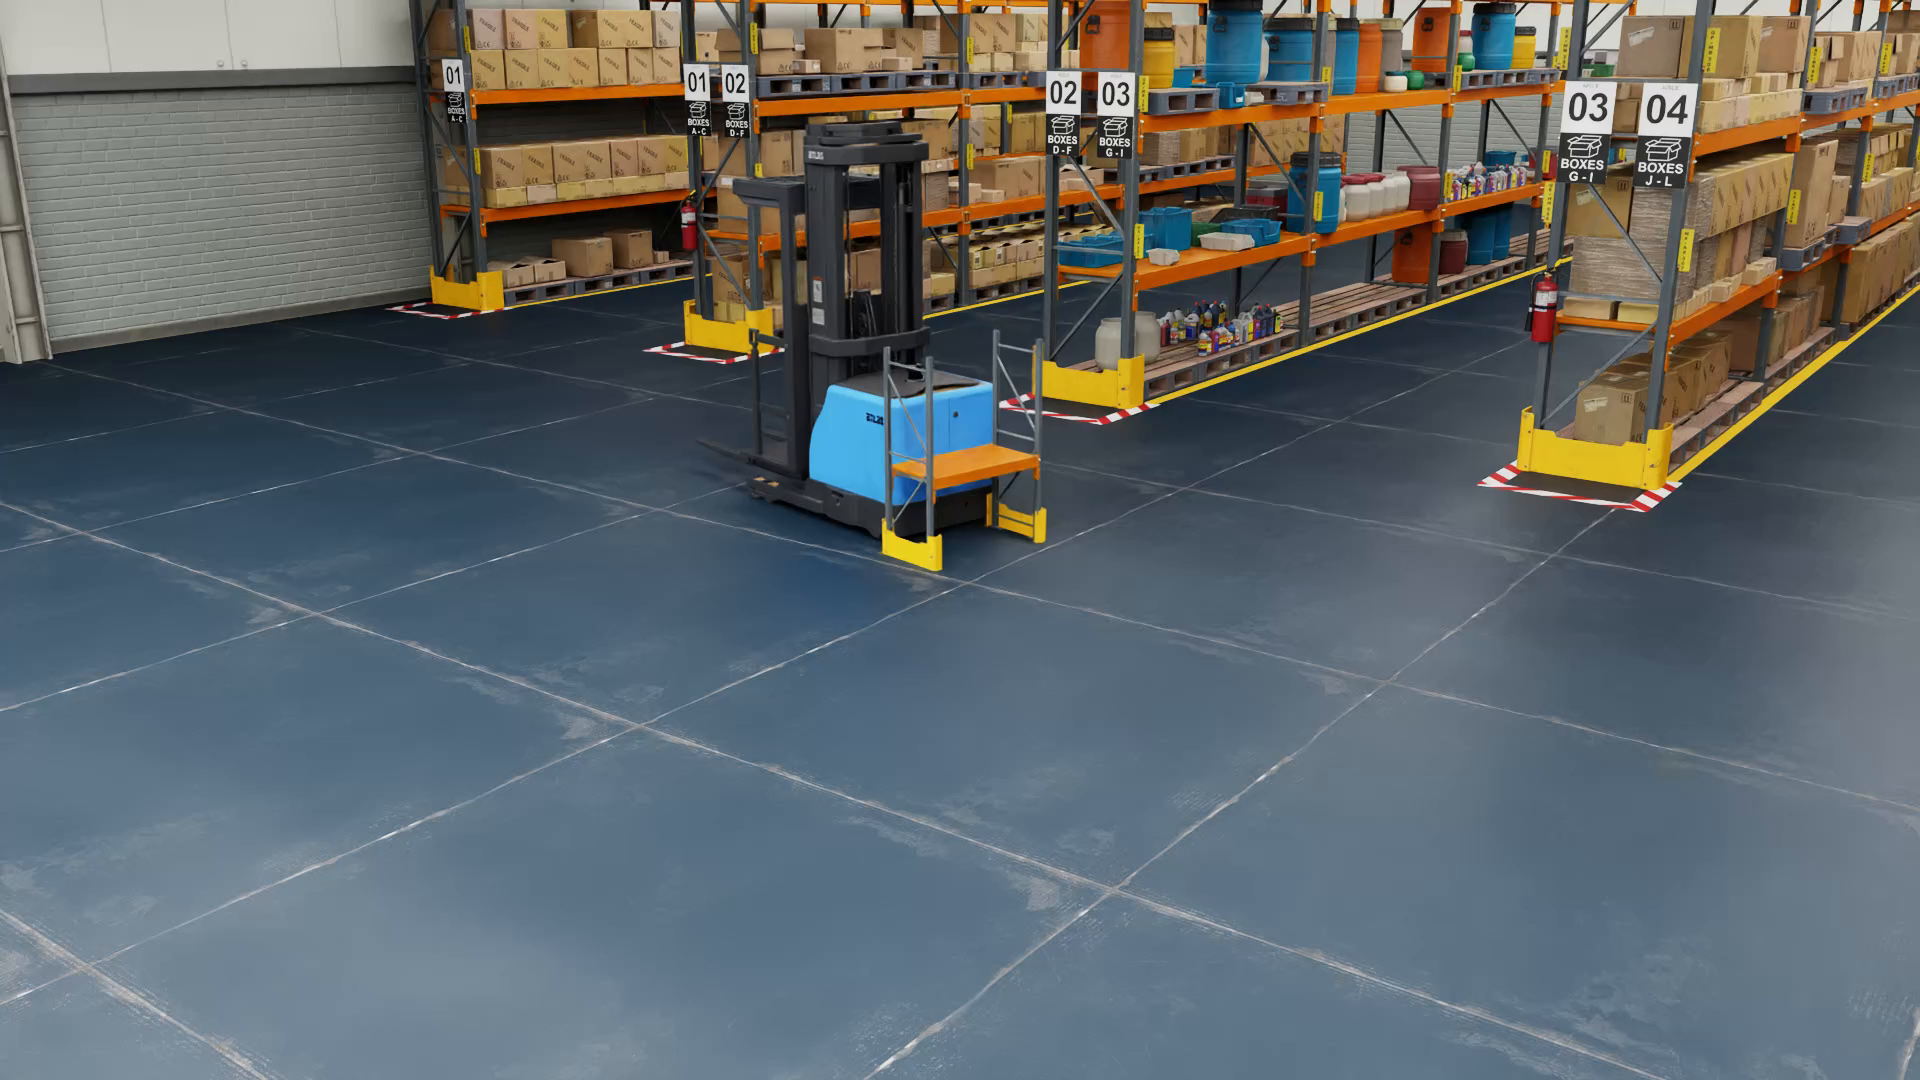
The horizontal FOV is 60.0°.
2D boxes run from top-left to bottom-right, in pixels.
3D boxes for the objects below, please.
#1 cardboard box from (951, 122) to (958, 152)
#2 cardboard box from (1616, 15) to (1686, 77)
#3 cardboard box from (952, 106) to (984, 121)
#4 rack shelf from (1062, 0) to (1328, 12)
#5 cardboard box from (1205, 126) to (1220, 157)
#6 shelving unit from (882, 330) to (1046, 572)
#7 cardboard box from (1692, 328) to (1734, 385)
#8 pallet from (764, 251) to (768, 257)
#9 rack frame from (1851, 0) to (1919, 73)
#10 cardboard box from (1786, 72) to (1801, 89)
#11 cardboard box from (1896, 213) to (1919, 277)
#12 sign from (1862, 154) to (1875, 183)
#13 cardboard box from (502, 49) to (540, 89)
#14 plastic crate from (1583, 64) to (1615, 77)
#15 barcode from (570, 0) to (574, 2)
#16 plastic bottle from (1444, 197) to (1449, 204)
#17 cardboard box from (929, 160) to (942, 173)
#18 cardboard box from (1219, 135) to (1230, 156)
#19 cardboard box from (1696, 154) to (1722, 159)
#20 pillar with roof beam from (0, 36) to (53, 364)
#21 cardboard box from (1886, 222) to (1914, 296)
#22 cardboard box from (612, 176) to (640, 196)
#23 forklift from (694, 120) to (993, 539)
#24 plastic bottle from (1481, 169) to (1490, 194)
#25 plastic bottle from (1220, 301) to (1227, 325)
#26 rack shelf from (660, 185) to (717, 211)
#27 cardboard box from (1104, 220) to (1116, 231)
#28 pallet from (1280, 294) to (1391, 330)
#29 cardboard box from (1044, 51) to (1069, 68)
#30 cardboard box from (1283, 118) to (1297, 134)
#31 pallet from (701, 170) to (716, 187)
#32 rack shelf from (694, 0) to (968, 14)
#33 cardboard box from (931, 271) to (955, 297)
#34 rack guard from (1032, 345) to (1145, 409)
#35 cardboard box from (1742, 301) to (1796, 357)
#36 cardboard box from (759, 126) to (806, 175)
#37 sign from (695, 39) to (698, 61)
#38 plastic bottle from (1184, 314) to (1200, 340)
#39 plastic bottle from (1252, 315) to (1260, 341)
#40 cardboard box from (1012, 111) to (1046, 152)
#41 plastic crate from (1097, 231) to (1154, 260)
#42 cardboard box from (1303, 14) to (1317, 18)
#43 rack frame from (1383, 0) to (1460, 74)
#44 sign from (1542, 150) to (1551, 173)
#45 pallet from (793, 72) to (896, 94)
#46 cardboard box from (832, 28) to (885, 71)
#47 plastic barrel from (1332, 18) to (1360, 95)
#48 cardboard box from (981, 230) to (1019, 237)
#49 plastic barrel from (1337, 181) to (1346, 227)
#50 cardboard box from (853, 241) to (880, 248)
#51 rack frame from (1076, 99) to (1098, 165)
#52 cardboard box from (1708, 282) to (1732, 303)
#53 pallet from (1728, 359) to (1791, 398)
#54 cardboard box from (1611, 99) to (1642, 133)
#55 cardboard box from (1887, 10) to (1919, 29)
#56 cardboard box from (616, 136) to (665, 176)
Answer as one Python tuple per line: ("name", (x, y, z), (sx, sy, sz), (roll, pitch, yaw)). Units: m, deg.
("cardboard box", (-0.205, -7.244, 29.808), (0.500, 0.500, 0.500), (12, 21, 35))
("cardboard box", (5.974, -4.231, 14.240), (0.500, 0.500, 0.500), (12, 21, 35))
("cardboard box", (0.084, -7.721, 30.081), (0.500, 0.250, 0.500), (13, 21, 36))
("rack shelf", (2.467, -5.638, 17.114), (1.077, 0.370, 4.000), (12, 21, 35))
("cardboard box", (3.988, -6.741, 28.015), (0.700, 0.500, 0.500), (5, 18, 16))
("shelving unit", (0.036, -0.664, 11.854), (1.083, 1.500, 0.587), (-14, 22, -39))
("cardboard box", (7.366, -1.827, 16.577), (0.500, 0.500, 0.500), (12, 21, 33))
("pallet", (-3.108, -4.680, 26.960), (1.003, 0.211, 1.213), (12, 21, 35))
("rack frame", (12.403, -7.679, 21.799), (1.000, 3.000, 0.127), (12, 21, 35))
("cardboard box", (7.675, -4.332, 15.657), (0.380, 0.149, 0.250), (13, 22, 36))
("cardboard box", (12.861, -4.143, 23.402), (0.875, 0.875, 0.875), (12, 21, 35))
("sign", (10.462, -4.283, 19.159), (0.100, 0.325, 0.005), (12, 21, 35))
("cardboard box", (-5.932, -6.229, 21.984), (0.500, 0.500, 0.500), (14, 22, 38))
("plastic crate", (10.451, -7.688, 27.243), (0.450, 0.188, 0.336), (12, 21, 35))
("barcode", (-5.471, -7.619, 23.461), (0.001, 0.075, 0.075), (12, 21, 35))
("plastic bottle", (6.560, -4.723, 22.605), (0.152, 0.276, 0.135), (12, 21, 35))
("cardboard box", (-0.456, -4.857, 21.563), (0.380, 0.149, 0.250), (12, 21, 34))
("cardboard box", (4.542, -6.778, 28.843), (0.500, 0.500, 0.500), (13, 21, 36))
("cardboard box", (6.868, -3.395, 15.761), (0.500, 0.500, 0.500), (12, 21, 35))
("pillar with roof beam", (-7.076, -5.577, 15.029), (9.100, 9.000, 0.400), (12, 21, 35))
("cardboard box", (12.038, -3.844, 22.439), (1.225, 0.875, 0.875), (12, 21, 35))
("cardboard box", (-4.927, -5.067, 23.720), (0.500, 0.250, 0.500), (12, 21, 34))
("forklift", (-1.054, -1.778, 13.028), (1.130, 2.935, 3.031), (-14, 22, -38))
("plastic bottle", (7.484, -5.127, 23.778), (0.144, 0.351, 0.185), (12, 21, 35))
("plastic bottle", (3.117, -2.693, 19.716), (0.097, 0.271, 0.097), (0, 17, 0))
("rack shelf", (-3.106, -5.667, 26.649), (1.077, 0.370, 4.000), (12, 21, 35))
("cardboard box", (2.567, -4.687, 25.753), (0.500, 0.500, 0.500), (14, 22, 37))
("pallet", (4.822, -2.938, 21.349), (1.003, 0.211, 1.213), (12, 21, 35))
("cardboard box", (1.194, -6.794, 23.551), (0.500, 0.250, 0.500), (12, 21, 34))
("cardboard box", (5.570, -7.399, 29.157), (0.500, 0.500, 0.500), (12, 21, 33))
("pallet", (-3.725, -5.599, 25.540), (1.003, 0.211, 1.213), (12, 21, 35))
("rack shelf", (-1.508, -6.514, 19.935), (1.077, 0.370, 4.000), (12, 21, 35))
("cardboard box", (-0.418, -3.399, 22.058), (0.500, 0.250, 0.500), (12, 21, 35))
("rack guard", (1.283, -1.664, 16.759), (1.175, 0.500, 0.348), (12, 21, 35))
("cardboard box", (8.652, -2.311, 18.101), (0.700, 0.500, 0.500), (10, 20, 30))
("cardboard box", (-2.071, -4.623, 19.715), (0.700, 0.500, 0.500), (12, 21, 33))
("sign", (-3.857, -7.120, 24.184), (0.100, 0.325, 0.005), (12, 21, 35))
("plastic bottle", (2.613, -2.408, 18.791), (0.152, 0.276, 0.135), (12, 21, 35))
("plastic bottle", (3.329, -2.401, 18.755), (0.061, 0.283, 0.133), (14, 22, 38))
("cardboard box", (1.245, -7.883, 32.063), (0.980, 0.700, 0.700), (12, 21, 33))
("plastic crate", (1.725, -3.086, 17.374), (0.499, 0.251, 0.408), (12, 21, 35))
("cardboard box", (5.962, -9.109, 29.605), (0.700, 0.500, 0.500), (12, 21, 35))
("rack frame", (6.042, -7.602, 21.549), (1.000, 3.000, 0.127), (12, 21, 35))
("sign", (8.866, -5.724, 25.152), (0.100, 0.325, 0.005), (12, 21, 35))
("pallet", (-1.532, -5.553, 20.160), (1.003, 0.211, 1.213), (12, 21, 35))
("cardboard box", (-1.399, -6.040, 20.458), (0.797, 0.503, 0.637), (15, 23, 41))
("plastic barrel", (4.567, -5.927, 20.369), (0.600, 0.901, 0.708), (12, 21, 35))
("cardboard box", (0.601, -4.325, 24.096), (0.500, 0.311, 0.500), (12, 21, 34))
("plastic barrel", (4.405, -4.038, 19.960), (0.433, 0.535, 0.433), (0, 17, 0))
("cardboard box", (-1.020, -3.520, 21.184), (0.500, 0.500, 0.500), (12, 21, 35))
("rack frame", (2.853, -8.393, 34.212), (1.000, 3.000, 0.127), (12, 21, 35))
("cardboard box", (6.586, -2.202, 14.700), (0.380, 0.149, 0.250), (12, 21, 35))
("pallet", (8.099, -1.763, 17.564), (1.003, 0.211, 1.213), (12, 21, 35))
("cardboard box", (5.337, -3.477, 13.577), (0.500, 0.250, 0.500), (13, 21, 36))
("cardboard box", (12.969, -7.124, 22.758), (0.500, 0.250, 0.500), (11, 20, 31))
("cardboard box", (-4.623, -5.544, 23.992), (0.500, 0.500, 0.500), (12, 21, 34))
